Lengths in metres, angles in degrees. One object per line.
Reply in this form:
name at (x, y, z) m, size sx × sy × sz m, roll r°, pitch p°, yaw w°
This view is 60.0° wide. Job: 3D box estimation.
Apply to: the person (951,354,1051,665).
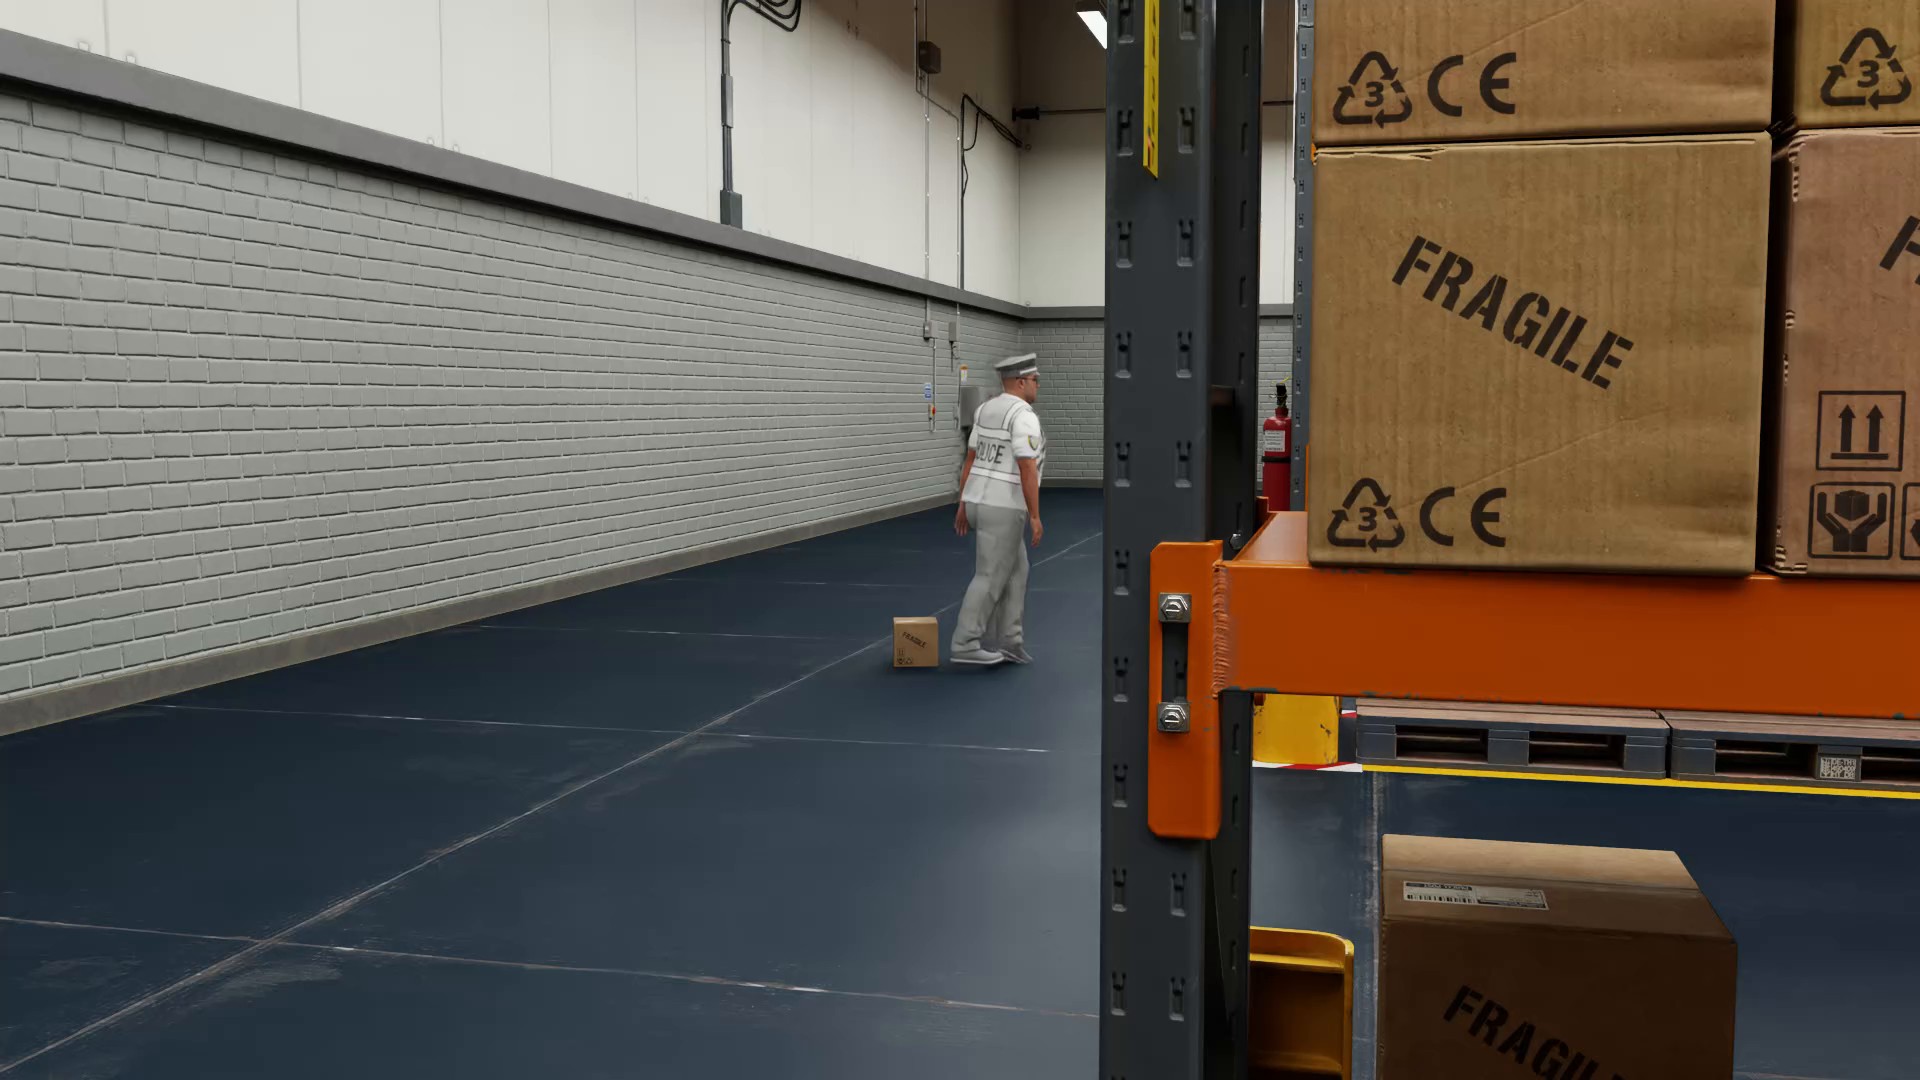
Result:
person at (0.273, -0.143, 9.300) m, size 0.719 × 1.791 × 0.569 m, roll -2°, pitch 5°, yaw -23°
